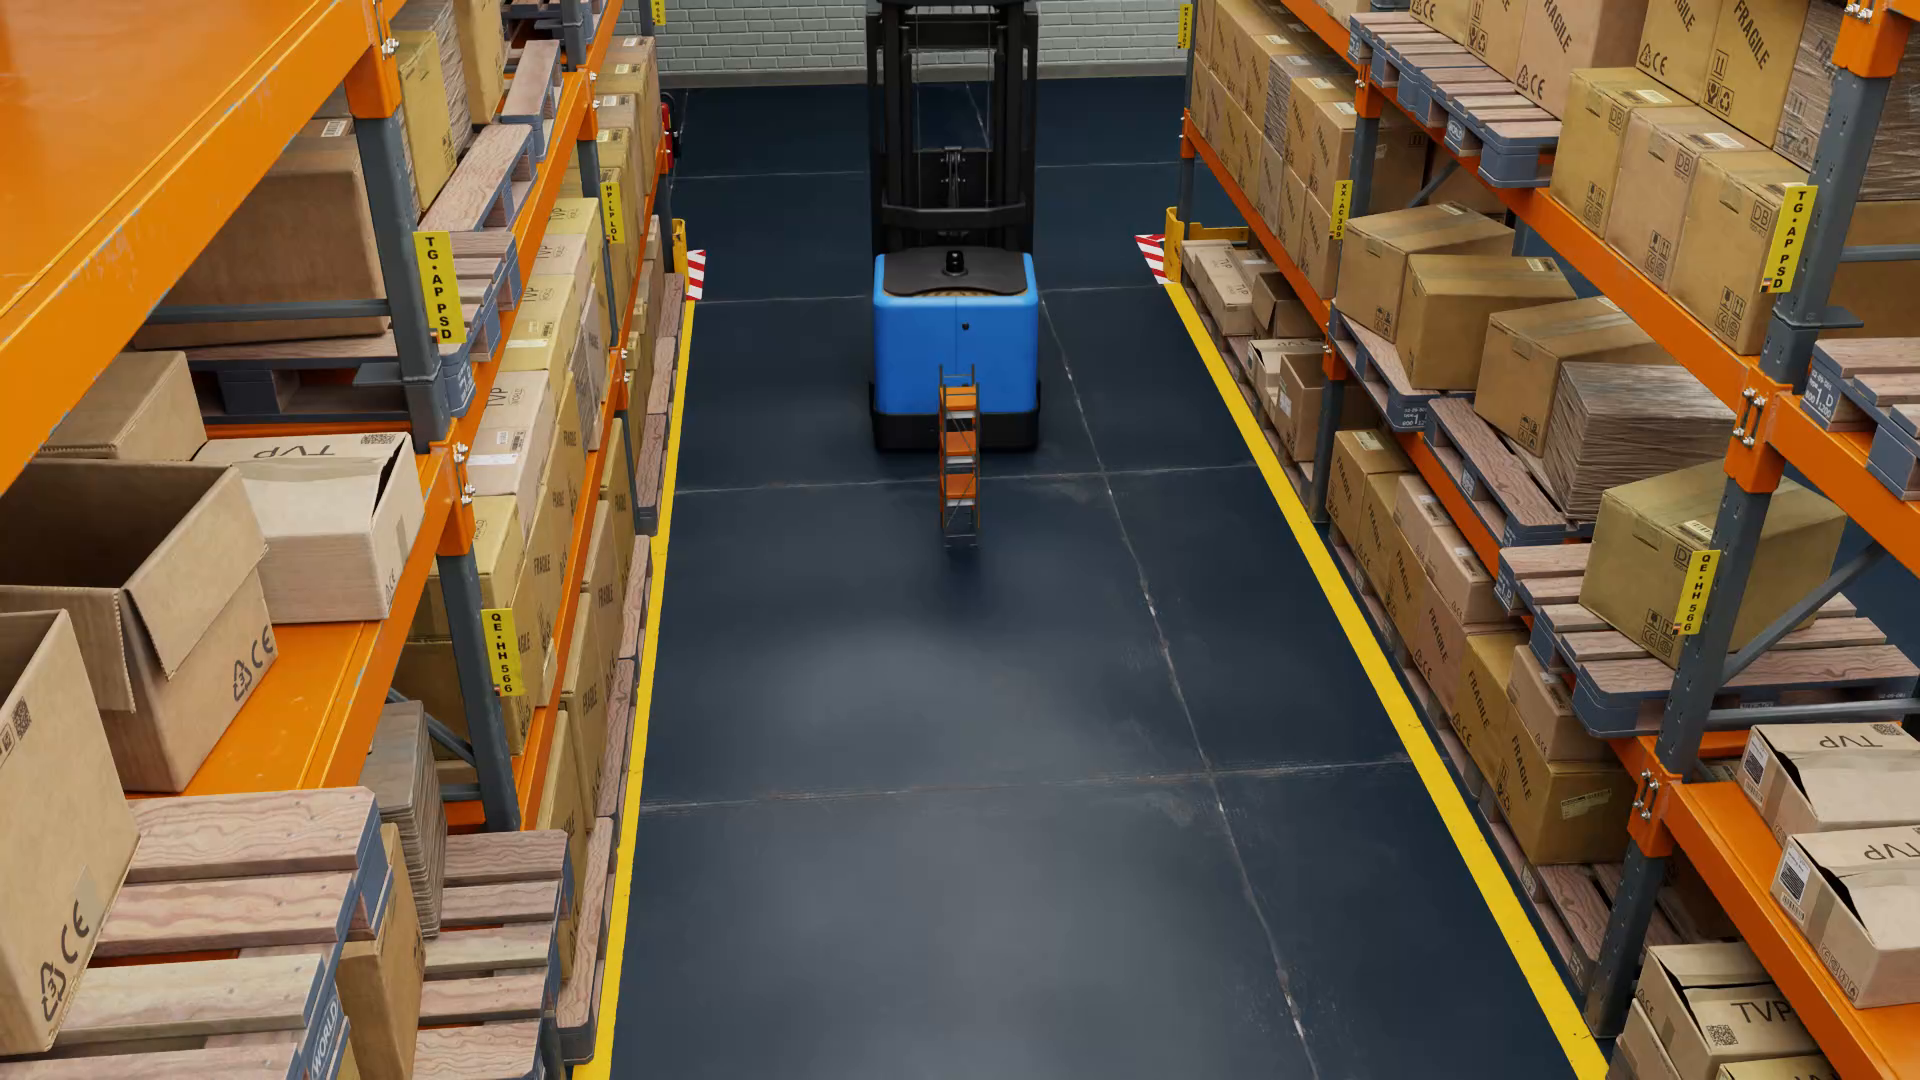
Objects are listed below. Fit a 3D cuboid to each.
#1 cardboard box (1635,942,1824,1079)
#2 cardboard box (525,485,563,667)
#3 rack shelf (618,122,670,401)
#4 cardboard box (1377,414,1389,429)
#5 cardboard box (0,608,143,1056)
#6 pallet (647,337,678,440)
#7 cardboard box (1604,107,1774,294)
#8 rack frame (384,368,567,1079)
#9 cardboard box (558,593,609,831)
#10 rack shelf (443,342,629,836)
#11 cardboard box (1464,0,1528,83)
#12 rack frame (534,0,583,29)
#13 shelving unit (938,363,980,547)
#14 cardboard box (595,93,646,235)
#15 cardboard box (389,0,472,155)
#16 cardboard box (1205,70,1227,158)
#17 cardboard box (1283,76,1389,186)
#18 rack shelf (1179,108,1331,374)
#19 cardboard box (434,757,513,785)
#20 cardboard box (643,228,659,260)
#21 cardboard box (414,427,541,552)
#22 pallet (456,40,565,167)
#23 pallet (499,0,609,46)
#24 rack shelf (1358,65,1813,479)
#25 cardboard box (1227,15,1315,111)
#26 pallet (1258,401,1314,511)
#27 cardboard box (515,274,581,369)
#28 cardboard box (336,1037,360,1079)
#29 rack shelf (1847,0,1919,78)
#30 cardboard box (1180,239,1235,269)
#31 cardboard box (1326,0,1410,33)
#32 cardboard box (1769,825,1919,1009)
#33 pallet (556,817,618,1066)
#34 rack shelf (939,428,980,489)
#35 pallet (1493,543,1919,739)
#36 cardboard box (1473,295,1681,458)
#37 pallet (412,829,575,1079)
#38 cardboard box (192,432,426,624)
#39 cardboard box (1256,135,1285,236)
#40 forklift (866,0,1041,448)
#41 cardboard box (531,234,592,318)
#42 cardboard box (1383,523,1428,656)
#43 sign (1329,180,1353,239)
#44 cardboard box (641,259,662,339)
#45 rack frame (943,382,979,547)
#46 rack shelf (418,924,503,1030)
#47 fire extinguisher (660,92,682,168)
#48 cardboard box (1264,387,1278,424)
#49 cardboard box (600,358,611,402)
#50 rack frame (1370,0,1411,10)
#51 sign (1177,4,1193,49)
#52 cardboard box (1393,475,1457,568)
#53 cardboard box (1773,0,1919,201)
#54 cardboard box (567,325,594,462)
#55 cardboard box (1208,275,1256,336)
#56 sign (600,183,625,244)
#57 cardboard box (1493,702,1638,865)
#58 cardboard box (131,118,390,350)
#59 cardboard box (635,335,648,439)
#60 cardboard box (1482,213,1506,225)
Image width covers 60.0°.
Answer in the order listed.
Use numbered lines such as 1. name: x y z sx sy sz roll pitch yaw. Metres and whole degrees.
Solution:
1. cardboard box: 2.723 1.649 5.790 0.500 0.311 0.500 -2 31 -3
2. cardboard box: -1.795 0.140 6.184 0.500 0.500 0.500 -2 31 -3
3. rack shelf: -2.525 -1.908 10.720 1.077 0.370 4.000 -3 31 -5
4. cardboard box: 2.769 -0.694 10.179 0.500 0.311 0.500 -3 31 -5
5. cardboard box: -1.678 0.466 2.613 0.500 0.500 0.500 -4 31 -6
6. pallet: -2.449 -1.014 11.243 1.003 0.211 1.213 -3 31 -5
7. cardboard box: 2.845 -1.205 5.819 0.910 0.500 0.500 -3 31 -5
8. rack frame: -1.965 0.847 5.407 1.000 3.000 0.127 -3 31 -5
9. cardboard box: -1.978 0.760 7.239 0.750 0.750 0.750 -3 31 -5
10. rack shelf: -2.152 0.135 7.301 1.077 0.370 4.000 -3 31 -5
11. cardboard box: 2.652 -2.388 7.292 0.600 0.600 0.600 -3 31 -5
12. rack frame: -2.339 -3.771 7.288 1.000 3.000 0.127 -3 31 -5
13. shelving unit: -0.005 -0.478 9.527 0.215 1.050 0.252 -3 31 -5
14. cardboard box: -2.514 -2.346 10.460 0.980 0.700 0.700 -4 31 -7
15. cardboard box: -2.266 -1.720 6.253 0.700 0.500 0.500 -3 31 -5
16. cardboard box: 2.052 -3.017 11.779 0.500 0.500 0.500 -3 31 -5
17. cardboard box: 2.237 -2.414 9.794 0.500 0.500 0.500 -3 31 -6
18. rack shelf: 2.406 -2.147 11.121 1.077 0.370 4.000 -3 31 -5
19. cardboard box: -1.765 0.767 5.766 0.380 0.149 0.250 -3 31 -5
20. cardboard box: -2.329 -2.083 11.708 0.380 0.149 0.250 -2 31 -3
21. cardboard box: -1.802 -0.173 5.976 0.500 0.250 0.500 -3 31 -5
22. pallet: -2.204 -1.935 7.326 0.805 0.209 1.217 -4 31 -7
23. pallet: -2.405 -2.863 8.780 1.003 0.211 1.213 -3 31 -5
24. rack shelf: 2.780 -1.392 6.932 1.077 0.370 4.000 -3 31 -5
25. cardboard box: 2.096 -3.188 11.089 0.500 0.500 0.500 -2 31 -4
26. pallet: 2.530 -0.588 10.529 1.003 0.211 1.213 -3 31 -5
27. cardboard box: -1.954 -0.948 7.274 0.500 0.250 0.500 -2 31 -4
28. cardboard box: -1.772 1.490 3.804 0.700 0.500 0.500 -3 31 -5
29. rack shelf: 3.154 -0.466 2.847 1.077 0.370 4.000 -3 31 -5
30. cardboard box: 1.916 -2.211 12.878 0.380 0.149 0.250 -3 31 -5
31. cardboard box: 2.283 -2.893 8.890 0.500 0.250 0.500 -3 31 -5
32. cardboard box: 2.858 1.112 5.050 0.500 0.311 0.500 -3 31 -5
33. pallet: -1.964 1.638 6.802 1.003 0.211 1.213 -3 31 -5
34. rack shelf: -0.005 -0.469 9.532 0.215 0.259 0.240 -3 31 -5
35. pallet: 2.834 0.347 6.430 1.213 0.211 1.003 -3 31 -5
36. cardboard box: 2.820 -0.759 7.588 0.700 0.500 0.500 -11 32 -17
37. pallet: -1.792 1.288 4.856 1.213 0.211 1.003 -3 31 -5
38. cardboard box: -1.629 -0.057 4.062 0.500 0.311 0.500 -3 31 -5
39. cardboard box: 2.191 -2.246 10.487 0.500 0.500 0.500 -2 31 -3
40. forklift: -0.056 -2.561 11.180 1.130 2.935 3.031 -1 31 -1
41. cardboard box: -2.002 -1.209 7.710 0.500 0.250 0.500 -2 31 -4
42. cardboard box: 2.496 0.236 8.439 0.500 0.500 0.500 -2 31 -4
43. sign: 2.054 -1.776 8.954 0.100 0.325 0.005 -3 31 -5
44. cardboard box: -2.501 -1.737 11.760 0.700 0.500 0.500 -3 31 -5
45. rack frame: 0.006 -0.416 9.422 0.200 1.050 0.008 -3 31 -5
46. rack shelf: -1.778 2.177 3.882 1.077 0.370 4.000 -3 31 -5
47. fire extinguisher: -2.267 -3.143 12.526 0.296 0.674 0.183 -3 31 -5
48. cardboard box: 2.163 -0.865 10.625 0.380 0.149 0.250 -3 31 -5
49. cardboard box: -1.978 -0.809 8.405 0.380 0.149 0.250 -2 31 -4
50. rack frame: 2.593 -4.010 7.688 1.000 3.000 0.127 -3 31 -5
51. sign: 1.679 -3.822 12.380 0.100 0.325 0.005 -3 31 -5
52. cardboard box: 2.489 -0.103 8.275 0.500 0.250 0.500 -3 31 -4
53. cardboard box: 2.932 -1.375 5.130 0.500 0.500 0.500 -3 31 -5
54. cardboard box: -1.949 -0.634 7.479 0.500 0.500 0.500 -3 31 -4
55. cardboard box: 2.081 -1.683 11.896 0.500 0.250 0.500 -3 31 -5
56. sign: -1.799 -1.689 8.601 0.100 0.325 0.005 -3 31 -5
57. cardboard box: 2.646 1.026 7.116 0.500 0.500 0.500 -2 31 -3
58. cardboard box: -2.067 -0.913 4.901 0.700 0.500 0.500 -5 31 -8
59. cardboard box: -2.350 -0.946 10.436 0.700 0.500 0.500 -3 31 -5
60. cardboard box: 2.817 -1.751 9.658 0.500 0.500 0.500 -2 31 -3
